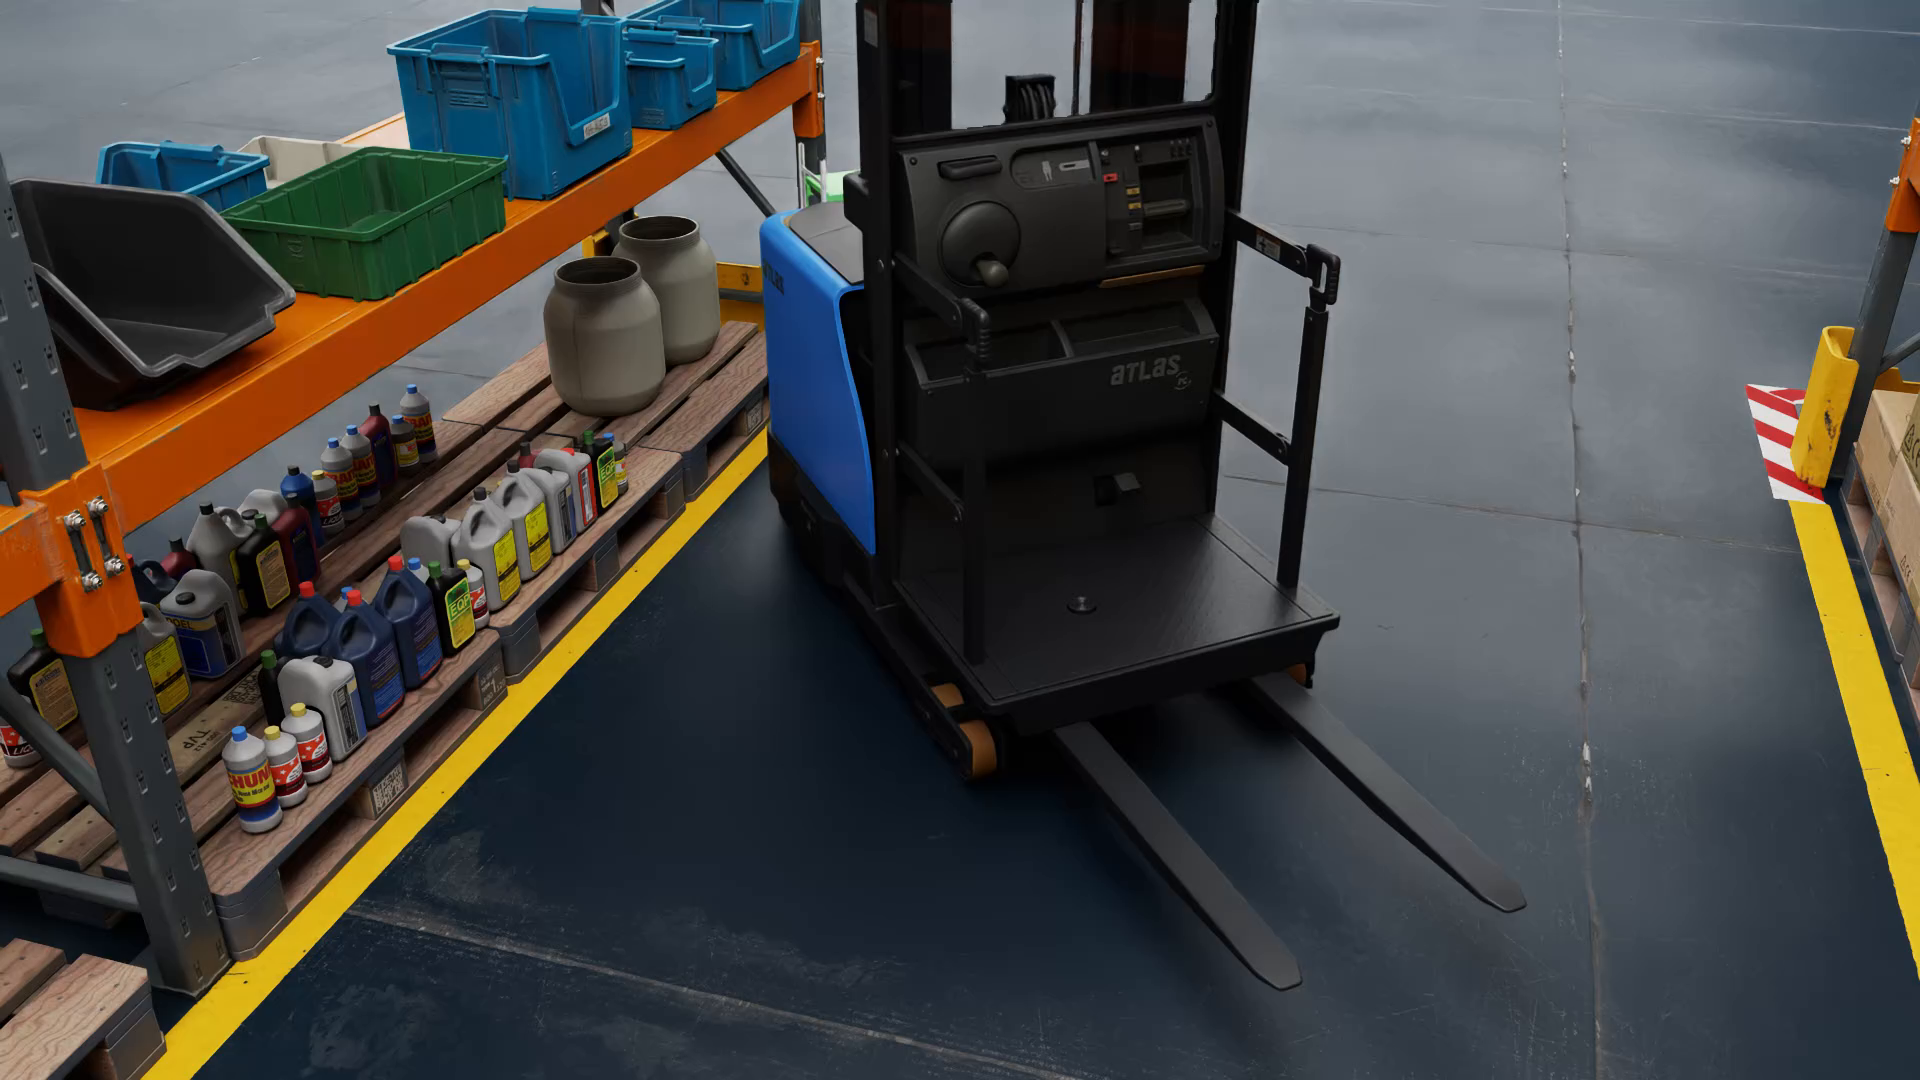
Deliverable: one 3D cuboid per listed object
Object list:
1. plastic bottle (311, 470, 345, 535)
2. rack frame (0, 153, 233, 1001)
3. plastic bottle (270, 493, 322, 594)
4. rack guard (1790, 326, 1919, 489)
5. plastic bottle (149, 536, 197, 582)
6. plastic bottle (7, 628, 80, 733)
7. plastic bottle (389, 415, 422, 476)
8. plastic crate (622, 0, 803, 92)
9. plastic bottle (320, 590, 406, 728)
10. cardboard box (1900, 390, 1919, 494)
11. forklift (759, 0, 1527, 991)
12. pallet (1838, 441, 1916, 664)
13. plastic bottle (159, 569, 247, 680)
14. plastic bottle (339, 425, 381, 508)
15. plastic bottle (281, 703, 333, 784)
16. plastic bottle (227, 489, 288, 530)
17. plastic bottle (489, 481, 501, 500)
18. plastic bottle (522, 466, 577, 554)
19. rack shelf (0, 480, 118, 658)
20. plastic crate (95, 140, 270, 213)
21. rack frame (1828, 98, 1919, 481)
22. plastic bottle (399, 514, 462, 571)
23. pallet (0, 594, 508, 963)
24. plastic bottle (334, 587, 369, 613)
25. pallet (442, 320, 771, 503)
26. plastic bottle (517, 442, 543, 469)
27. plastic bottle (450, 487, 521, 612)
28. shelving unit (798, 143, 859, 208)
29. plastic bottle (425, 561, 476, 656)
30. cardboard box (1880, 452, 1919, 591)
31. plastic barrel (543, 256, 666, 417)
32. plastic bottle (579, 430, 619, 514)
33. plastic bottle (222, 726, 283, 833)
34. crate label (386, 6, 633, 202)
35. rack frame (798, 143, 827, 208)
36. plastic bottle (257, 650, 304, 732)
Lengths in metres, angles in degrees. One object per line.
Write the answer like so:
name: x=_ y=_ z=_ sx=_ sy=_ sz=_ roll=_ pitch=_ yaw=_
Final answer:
plastic bottle: x=-2.035 y=-0.126 z=5.316 sx=0.097 sy=0.201 sz=0.097 roll=0 pitch=29 yaw=0
rack frame: x=-2.220 y=-0.347 z=3.289 sx=1.000 sy=3.000 sz=0.127 roll=8 pitch=30 yaw=15
plastic bottle: x=-2.002 y=0.008 z=4.992 sx=0.061 sy=0.283 sz=0.133 roll=8 pitch=30 yaw=15
rack guard: x=3.695 y=-0.417 z=5.985 sx=1.175 sy=0.500 sz=0.348 roll=8 pitch=30 yaw=15
plastic bottle: x=-2.242 y=0.136 z=4.761 sx=0.061 sy=0.283 sz=0.133 roll=11 pitch=31 yaw=18
plastic bottle: x=-2.394 y=0.377 z=4.329 sx=0.061 sy=0.283 sz=0.133 roll=10 pitch=31 yaw=17
plastic bottle: x=-1.906 y=-0.329 z=5.683 sx=0.097 sy=0.201 sz=0.097 roll=0 pitch=29 yaw=0
plastic crate: x=-0.907 y=-1.866 z=6.172 sx=0.499 sy=0.251 sz=0.616 roll=8 pitch=30 yaw=15
plastic bottle: x=-1.586 y=0.302 z=4.394 sx=0.144 sy=0.351 sz=0.185 roll=9 pitch=30 yaw=16
cardboard box: x=3.173 y=-0.357 z=4.932 sx=0.500 sy=0.500 sz=0.500 roll=8 pitch=30 yaw=15
forklift: x=0.380 y=-0.861 z=4.283 sx=1.130 sy=2.935 sz=3.031 roll=-12 pitch=31 yaw=-21
pallet: x=3.504 y=0.082 z=5.385 sx=1.003 sy=0.211 sz=1.213 roll=8 pitch=30 yaw=15
plastic bottle: x=-2.101 y=0.230 z=4.599 sx=0.152 sy=0.276 sz=0.135 roll=8 pitch=30 yaw=15
plastic bottle: x=-1.976 y=-0.249 z=5.466 sx=0.097 sy=0.271 sz=0.097 roll=0 pitch=29 yaw=0
plastic bottle: x=-1.647 y=0.503 z=4.186 sx=0.097 sy=0.201 sz=0.097 roll=0 pitch=29 yaw=0
plastic bottle: x=-2.104 y=-0.004 z=5.021 sx=0.152 sy=0.276 sz=0.135 roll=9 pitch=30 yaw=16
plastic bottle: x=-1.431 y=-0.091 z=5.254 sx=0.097 sy=0.201 sz=0.097 roll=0 pitch=29 yaw=0
plastic bottle: x=-1.307 y=-0.115 z=5.220 sx=0.152 sy=0.276 sz=0.135 roll=8 pitch=30 yaw=13
rack shelf: x=-2.807 y=0.896 z=1.793 sx=1.077 sy=0.370 sz=4.000 roll=8 pitch=30 yaw=15
plastic crate: x=-2.154 y=-0.835 z=4.319 sx=0.499 sy=0.251 sz=0.616 roll=8 pitch=30 yaw=15
rack frame: x=3.688 y=-1.498 z=5.357 sx=1.000 sy=3.000 sz=0.127 roll=8 pitch=30 yaw=15
plastic bottle: x=-1.555 y=0.040 z=4.942 sx=0.152 sy=0.276 sz=0.135 roll=8 pitch=30 yaw=15
pallet: x=-1.983 y=0.565 z=4.517 sx=1.003 sy=0.211 sz=1.213 roll=8 pitch=30 yaw=15
plastic bottle: x=-1.659 y=0.252 z=4.565 sx=0.097 sy=0.271 sz=0.097 roll=0 pitch=29 yaw=0
pallet: x=-1.267 y=-0.569 z=6.556 sx=1.003 sy=0.211 sz=1.213 roll=8 pitch=30 yaw=15
plastic bottle: x=-1.368 y=-0.197 z=5.360 sx=0.061 sy=0.283 sz=0.133 roll=8 pitch=30 yaw=15
plastic bottle: x=-1.406 y=0.017 z=4.907 sx=0.144 sy=0.351 sz=0.185 roll=8 pitch=30 yaw=14
shelving unit: x=-0.282 y=-0.844 z=6.032 sx=0.503 sy=1.200 sz=0.258 roll=-12 pitch=31 yaw=-21
plastic bottle: x=-1.442 y=0.173 z=4.695 sx=0.061 sy=0.283 sz=0.133 roll=10 pitch=31 yaw=17
cardboard box: x=3.175 y=-0.029 z=5.114 sx=0.500 sy=0.250 sz=0.500 roll=8 pitch=30 yaw=15
plastic barrel: x=-1.313 y=-0.753 z=6.145 sx=0.421 sy=0.512 sz=0.421 roll=0 pitch=29 yaw=0
plastic bottle: x=-1.183 y=-0.239 z=5.435 sx=0.061 sy=0.283 sz=0.133 roll=9 pitch=30 yaw=16
plastic bottle: x=-1.707 y=0.567 z=3.999 sx=0.097 sy=0.271 sz=0.097 roll=0 pitch=29 yaw=0
crate label: x=-1.327 y=-1.328 z=5.015 sx=0.502 sy=0.435 sz=0.616 roll=8 pitch=30 yaw=15
rack frame: x=-0.505 y=-0.795 z=5.945 sx=0.015 sy=1.200 sz=0.240 roll=-12 pitch=31 yaw=-21
plastic bottle: x=-1.740 y=0.393 z=4.300 sx=0.061 sy=0.283 sz=0.133 roll=8 pitch=30 yaw=15
